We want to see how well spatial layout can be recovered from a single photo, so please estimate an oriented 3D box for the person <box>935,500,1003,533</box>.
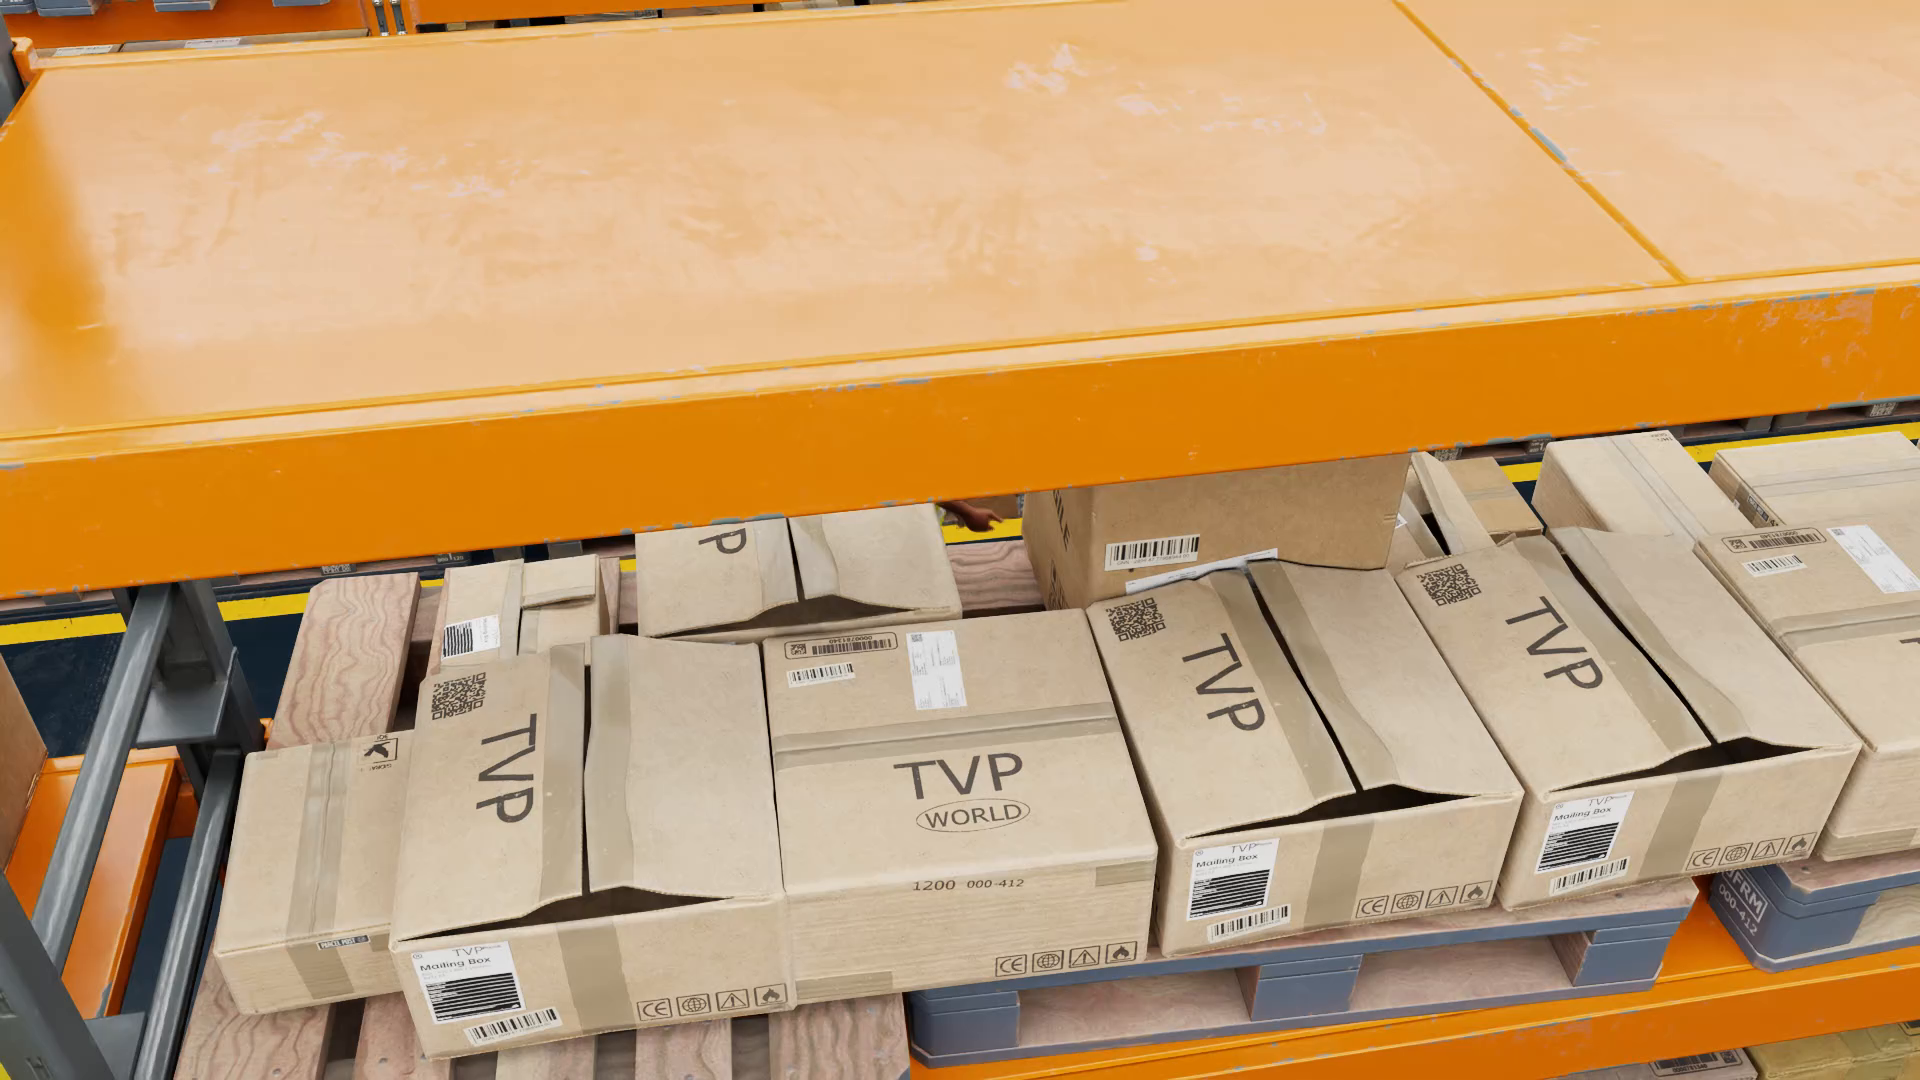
[{"bbox_3d":[-0.114,-0.127,6.785,0.571,1.770,0.516,-1,38,-2],"label":"person"}]
